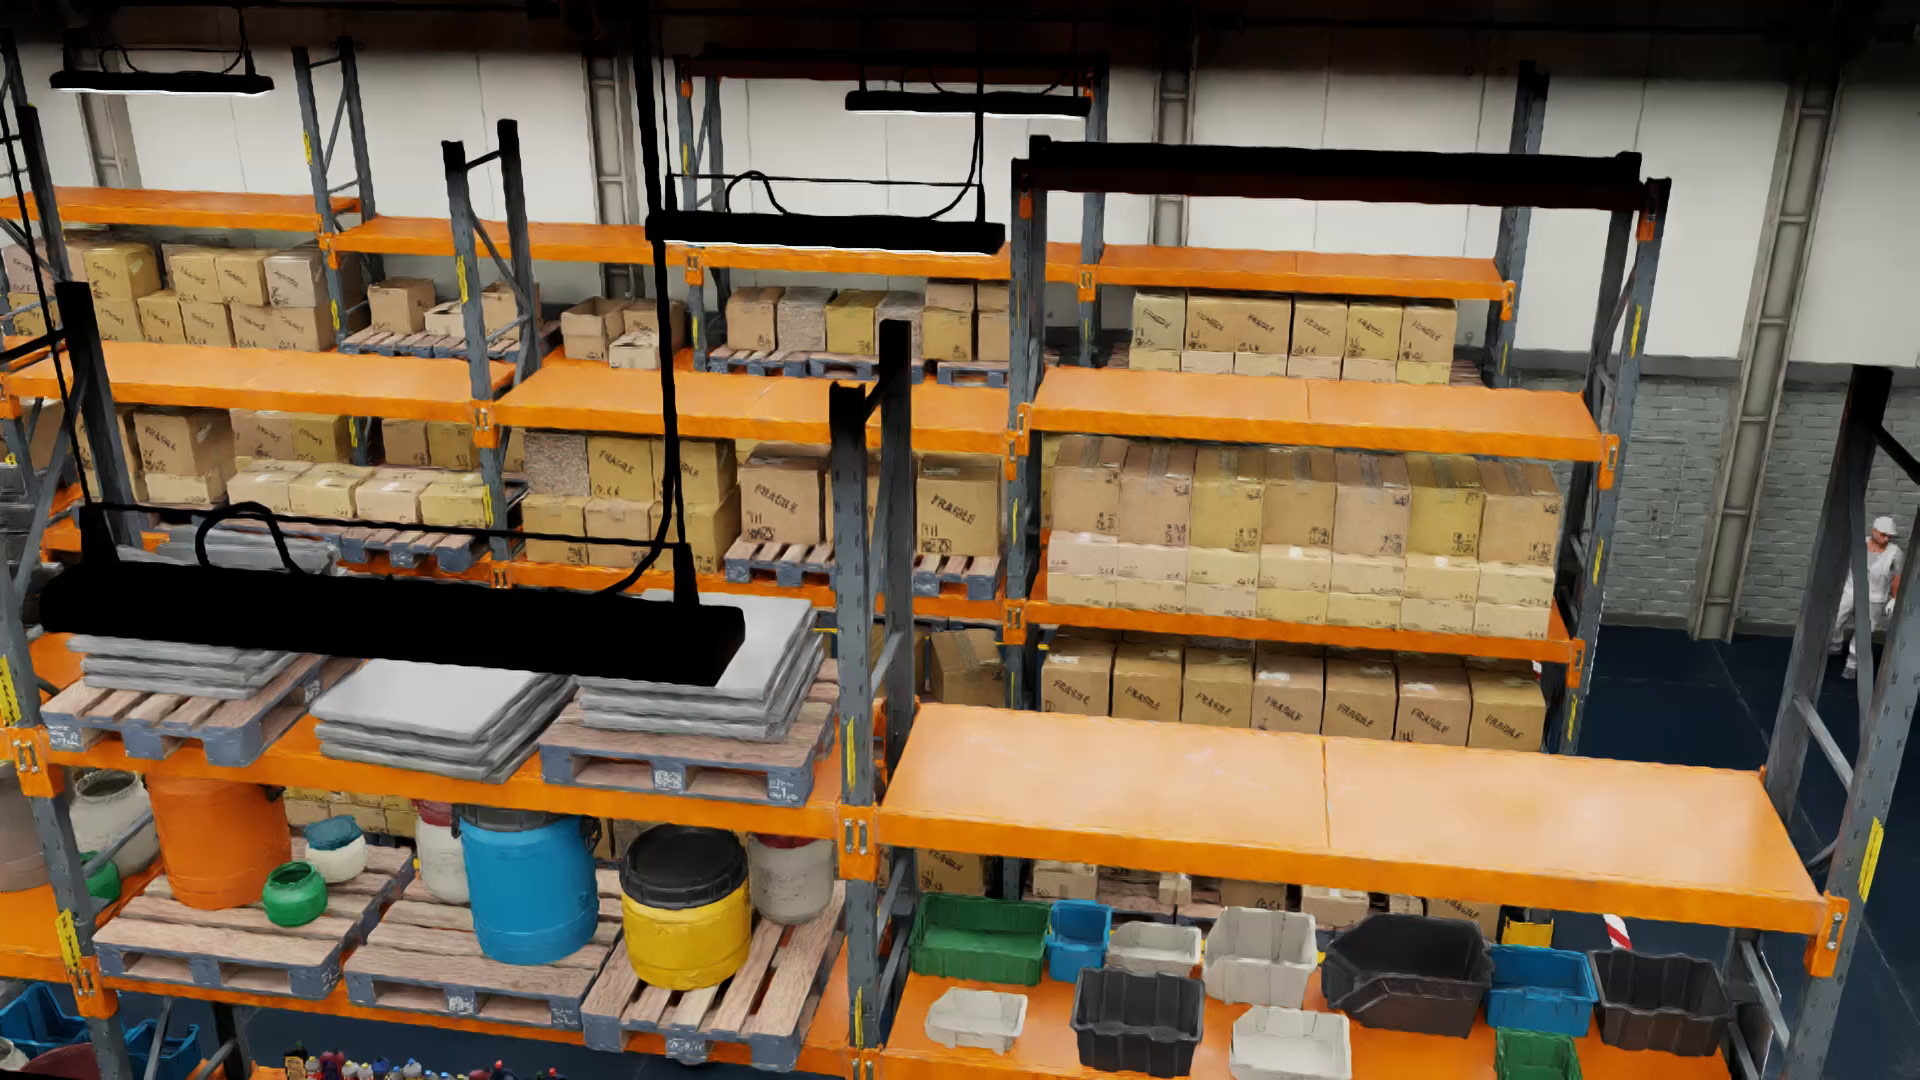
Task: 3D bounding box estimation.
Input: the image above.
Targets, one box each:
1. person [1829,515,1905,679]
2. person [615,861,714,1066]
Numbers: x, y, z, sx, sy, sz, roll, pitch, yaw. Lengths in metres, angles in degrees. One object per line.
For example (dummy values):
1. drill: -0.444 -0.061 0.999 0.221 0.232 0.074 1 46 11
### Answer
1. person: 9.076 0.539 16.777 0.697 1.780 0.460 18 29 37
2. person: -2.178 2.911 11.460 0.998 1.588 0.463 4 23 8
